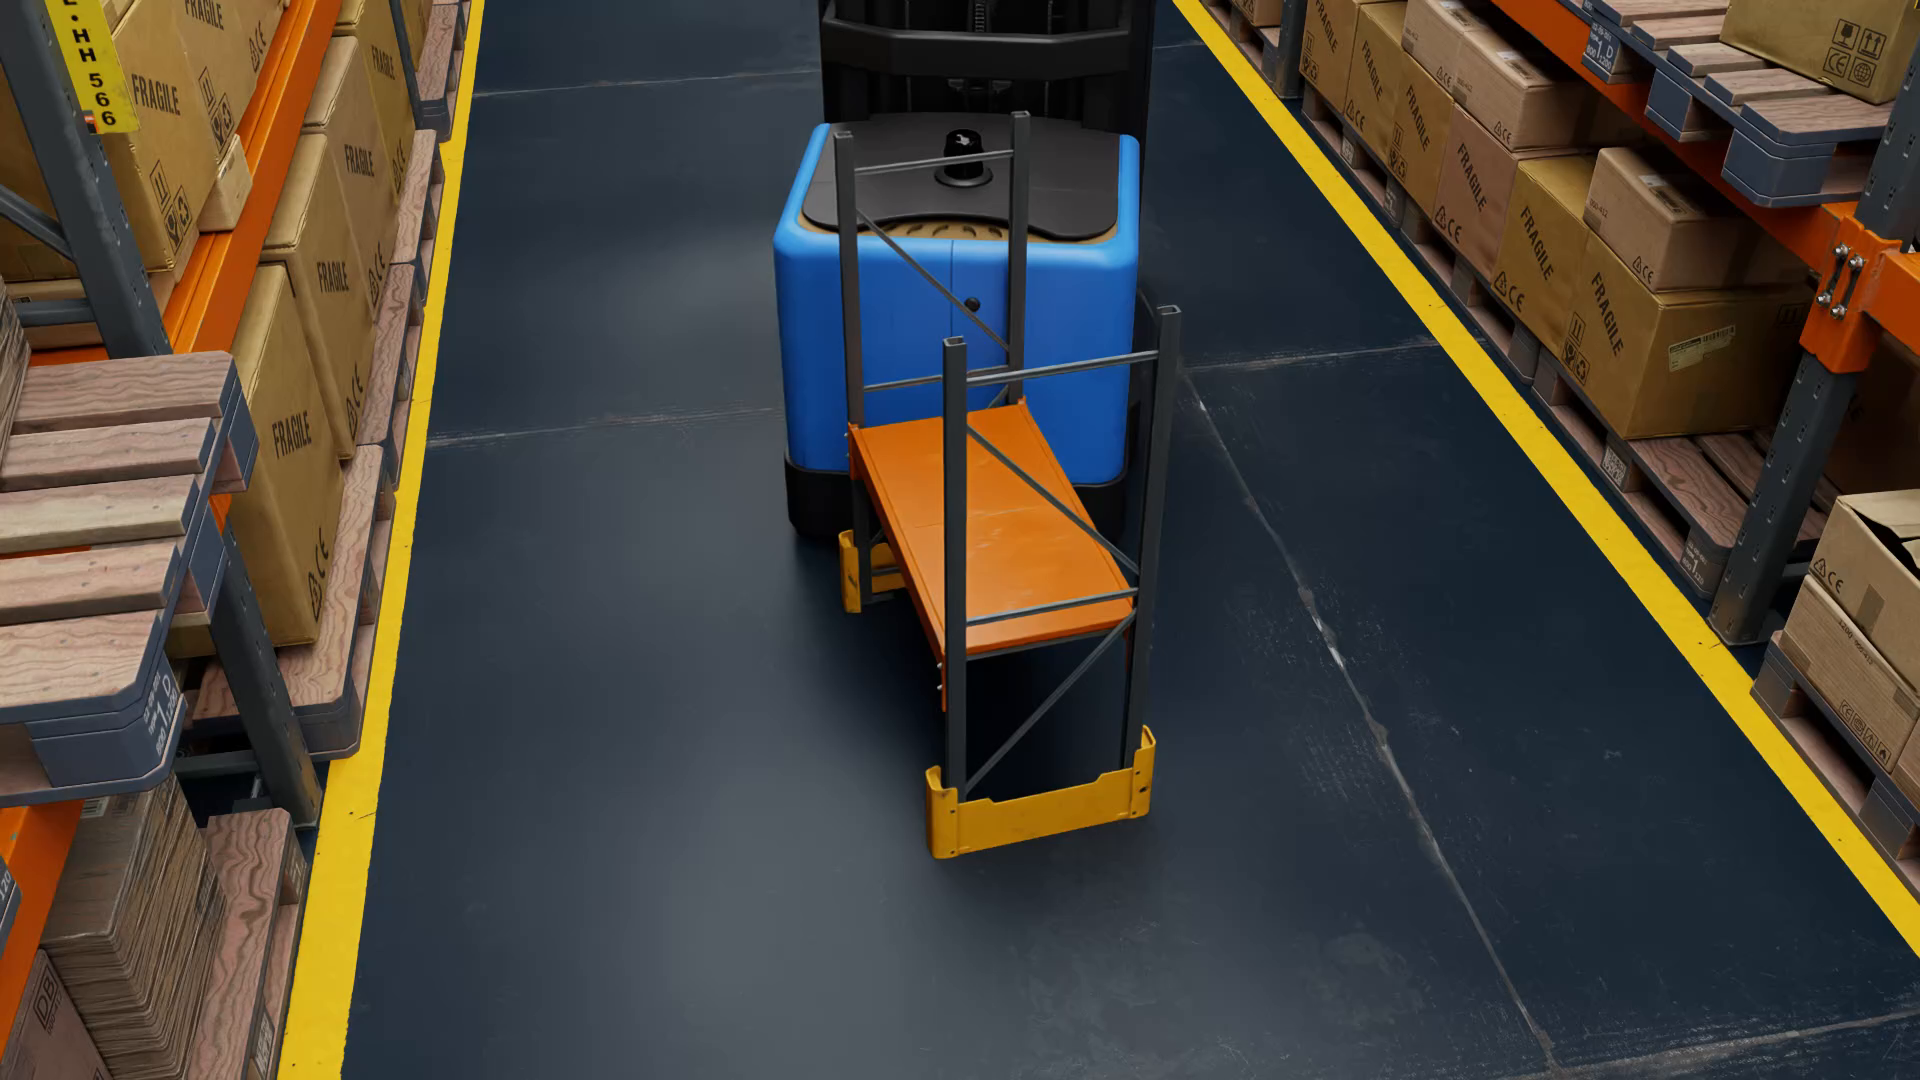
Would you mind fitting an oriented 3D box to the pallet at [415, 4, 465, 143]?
[{"bbox_3d":[-2.919,-2.205,7.917,1.003,0.211,1.213,-6,38,-8],"label":"pallet"}]

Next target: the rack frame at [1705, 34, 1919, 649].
[{"bbox_3d":[2.715,-0.958,4.038,1.000,3.000,0.127,-6,38,-8],"label":"rack frame"}]

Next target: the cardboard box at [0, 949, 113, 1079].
[{"bbox_3d":[-2.008,1.143,3.012,0.700,0.500,0.500,-6,38,-8],"label":"cardboard box"}]

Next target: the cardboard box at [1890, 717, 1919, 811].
[{"bbox_3d":[2.607,0.613,3.914,0.500,0.250,0.500,-7,38,-9],"label":"cardboard box"}]

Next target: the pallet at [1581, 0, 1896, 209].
[{"bbox_3d":[2.527,-1.284,4.614,1.213,0.211,1.003,-6,38,-8],"label":"pallet"}]

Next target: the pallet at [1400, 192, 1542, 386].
[{"bbox_3d":[2.411,-1.047,6.426,1.003,0.211,1.213,-6,38,-8],"label":"pallet"}]

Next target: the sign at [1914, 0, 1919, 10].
[{"bbox_3d":[2.183,-1.320,3.625,0.100,0.325,0.005,-6,38,-8],"label":"sign"}]

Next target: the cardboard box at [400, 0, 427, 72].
[{"bbox_3d":[-2.893,-2.480,7.693,0.700,0.500,0.500,-6,38,-7],"label":"cardboard box"}]

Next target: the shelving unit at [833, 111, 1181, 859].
[{"bbox_3d":[0.069,-0.148,4.218,0.587,1.500,1.083,-10,39,-12],"label":"shelving unit"}]

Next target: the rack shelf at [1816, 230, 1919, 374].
[{"bbox_3d":[3.066,0.534,2.704,1.077,0.370,4.000,-6,38,-8],"label":"rack shelf"}]

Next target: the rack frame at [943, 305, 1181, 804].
[{"bbox_3d":[0.209,0.158,3.825,0.500,1.500,0.032,-10,39,-12],"label":"rack frame"}]

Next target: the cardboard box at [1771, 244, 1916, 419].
[{"bbox_3d":[2.819,-0.766,5.470,0.500,0.500,0.500,-8,38,-10],"label":"cardboard box"}]

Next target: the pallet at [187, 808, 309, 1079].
[{"bbox_3d":[-2.026,1.150,3.597,1.003,0.211,1.213,-6,38,-8],"label":"pallet"}]

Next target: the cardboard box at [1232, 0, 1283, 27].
[{"bbox_3d":[1.635,-2.874,8.184,0.500,0.500,0.500,-6,38,-8],"label":"cardboard box"}]

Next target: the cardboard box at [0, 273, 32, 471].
[{"bbox_3d":[-2.069,-0.353,2.820,0.700,0.500,0.500,-11,39,-13],"label":"cardboard box"}]

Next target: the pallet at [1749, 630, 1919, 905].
[{"bbox_3d":[2.821,0.645,4.248,1.003,0.211,1.213,-6,38,-8],"label":"pallet"}]

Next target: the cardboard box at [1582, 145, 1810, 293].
[{"bbox_3d":[2.306,-1.014,5.178,0.500,0.250,0.500,-5,38,-6],"label":"cardboard box"}]

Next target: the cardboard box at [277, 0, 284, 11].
[{"bbox_3d":[-2.262,-1.840,4.833,0.500,0.500,0.500,-5,38,-7],"label":"cardboard box"}]

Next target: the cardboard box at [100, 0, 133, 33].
[{"bbox_3d":[-1.992,-1.203,3.402,0.500,0.250,0.500,-5,38,-7],"label":"cardboard box"}]

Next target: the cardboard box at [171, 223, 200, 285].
[{"bbox_3d":[-2.026,-0.709,3.905,0.380,0.149,0.250,-6,38,-7],"label":"cardboard box"}]

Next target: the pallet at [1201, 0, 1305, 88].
[{"bbox_3d":[1.894,-2.688,8.538,1.003,0.211,1.213,-6,38,-8],"label":"pallet"}]

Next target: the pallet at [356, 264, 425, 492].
[{"bbox_3d":[-2.436,-0.541,5.775,1.003,0.211,1.213,-6,38,-8],"label":"pallet"}]

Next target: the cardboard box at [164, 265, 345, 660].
[{"bbox_3d":[-2.161,-0.198,4.470,0.750,0.750,0.750,-7,38,-9],"label":"cardboard box"}]

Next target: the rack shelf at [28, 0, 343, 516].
[{"bbox_3d":[-2.512,-1.347,5.125,1.077,0.370,4.000,-6,38,-8],"label":"rack shelf"}]

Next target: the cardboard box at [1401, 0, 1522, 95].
[{"bbox_3d":[2.034,-1.934,6.363,0.500,0.250,0.500,-6,38,-8],"label":"cardboard box"}]

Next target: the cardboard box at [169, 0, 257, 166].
[{"bbox_3d":[-2.077,-1.226,4.043,0.500,0.500,0.500,-5,38,-6],"label":"cardboard box"}]

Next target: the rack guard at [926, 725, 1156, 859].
[{"bbox_3d":[0.204,0.640,4.223,0.587,0.250,0.087,-10,39,-12],"label":"rack guard"}]

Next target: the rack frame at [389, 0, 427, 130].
[{"bbox_3d":[-2.862,-2.839,6.459,1.000,3.000,0.127,-6,38,-8],"label":"rack frame"}]

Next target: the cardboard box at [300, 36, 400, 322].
[{"bbox_3d":[-2.462,-1.241,5.812,0.750,0.750,0.750,-5,38,-7],"label":"cardboard box"}]

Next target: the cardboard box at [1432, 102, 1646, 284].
[{"bbox_3d":[2.132,-1.313,6.174,0.500,0.500,0.500,-8,38,-10],"label":"cardboard box"}]

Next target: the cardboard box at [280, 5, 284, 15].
[{"bbox_3d":[-2.310,-1.640,5.105,0.380,0.149,0.250,-5,38,-7],"label":"cardboard box"}]

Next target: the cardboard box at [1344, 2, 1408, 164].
[{"bbox_3d":[1.963,-1.921,6.957,0.500,0.500,0.500,-6,38,-7],"label":"cardboard box"}]

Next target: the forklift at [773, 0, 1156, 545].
[{"bbox_3d":[0.108,-2.018,5.459,1.130,2.935,3.031,3,38,4],"label":"forklift"}]

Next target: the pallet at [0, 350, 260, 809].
[{"bbox_3d":[-1.931,0.072,2.869,1.213,0.211,1.003,-6,38,-8],"label":"pallet"}]

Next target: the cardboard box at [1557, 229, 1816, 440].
[{"bbox_3d":[2.320,-0.684,5.365,0.500,0.500,0.500,-5,38,-6],"label":"cardboard box"}]
